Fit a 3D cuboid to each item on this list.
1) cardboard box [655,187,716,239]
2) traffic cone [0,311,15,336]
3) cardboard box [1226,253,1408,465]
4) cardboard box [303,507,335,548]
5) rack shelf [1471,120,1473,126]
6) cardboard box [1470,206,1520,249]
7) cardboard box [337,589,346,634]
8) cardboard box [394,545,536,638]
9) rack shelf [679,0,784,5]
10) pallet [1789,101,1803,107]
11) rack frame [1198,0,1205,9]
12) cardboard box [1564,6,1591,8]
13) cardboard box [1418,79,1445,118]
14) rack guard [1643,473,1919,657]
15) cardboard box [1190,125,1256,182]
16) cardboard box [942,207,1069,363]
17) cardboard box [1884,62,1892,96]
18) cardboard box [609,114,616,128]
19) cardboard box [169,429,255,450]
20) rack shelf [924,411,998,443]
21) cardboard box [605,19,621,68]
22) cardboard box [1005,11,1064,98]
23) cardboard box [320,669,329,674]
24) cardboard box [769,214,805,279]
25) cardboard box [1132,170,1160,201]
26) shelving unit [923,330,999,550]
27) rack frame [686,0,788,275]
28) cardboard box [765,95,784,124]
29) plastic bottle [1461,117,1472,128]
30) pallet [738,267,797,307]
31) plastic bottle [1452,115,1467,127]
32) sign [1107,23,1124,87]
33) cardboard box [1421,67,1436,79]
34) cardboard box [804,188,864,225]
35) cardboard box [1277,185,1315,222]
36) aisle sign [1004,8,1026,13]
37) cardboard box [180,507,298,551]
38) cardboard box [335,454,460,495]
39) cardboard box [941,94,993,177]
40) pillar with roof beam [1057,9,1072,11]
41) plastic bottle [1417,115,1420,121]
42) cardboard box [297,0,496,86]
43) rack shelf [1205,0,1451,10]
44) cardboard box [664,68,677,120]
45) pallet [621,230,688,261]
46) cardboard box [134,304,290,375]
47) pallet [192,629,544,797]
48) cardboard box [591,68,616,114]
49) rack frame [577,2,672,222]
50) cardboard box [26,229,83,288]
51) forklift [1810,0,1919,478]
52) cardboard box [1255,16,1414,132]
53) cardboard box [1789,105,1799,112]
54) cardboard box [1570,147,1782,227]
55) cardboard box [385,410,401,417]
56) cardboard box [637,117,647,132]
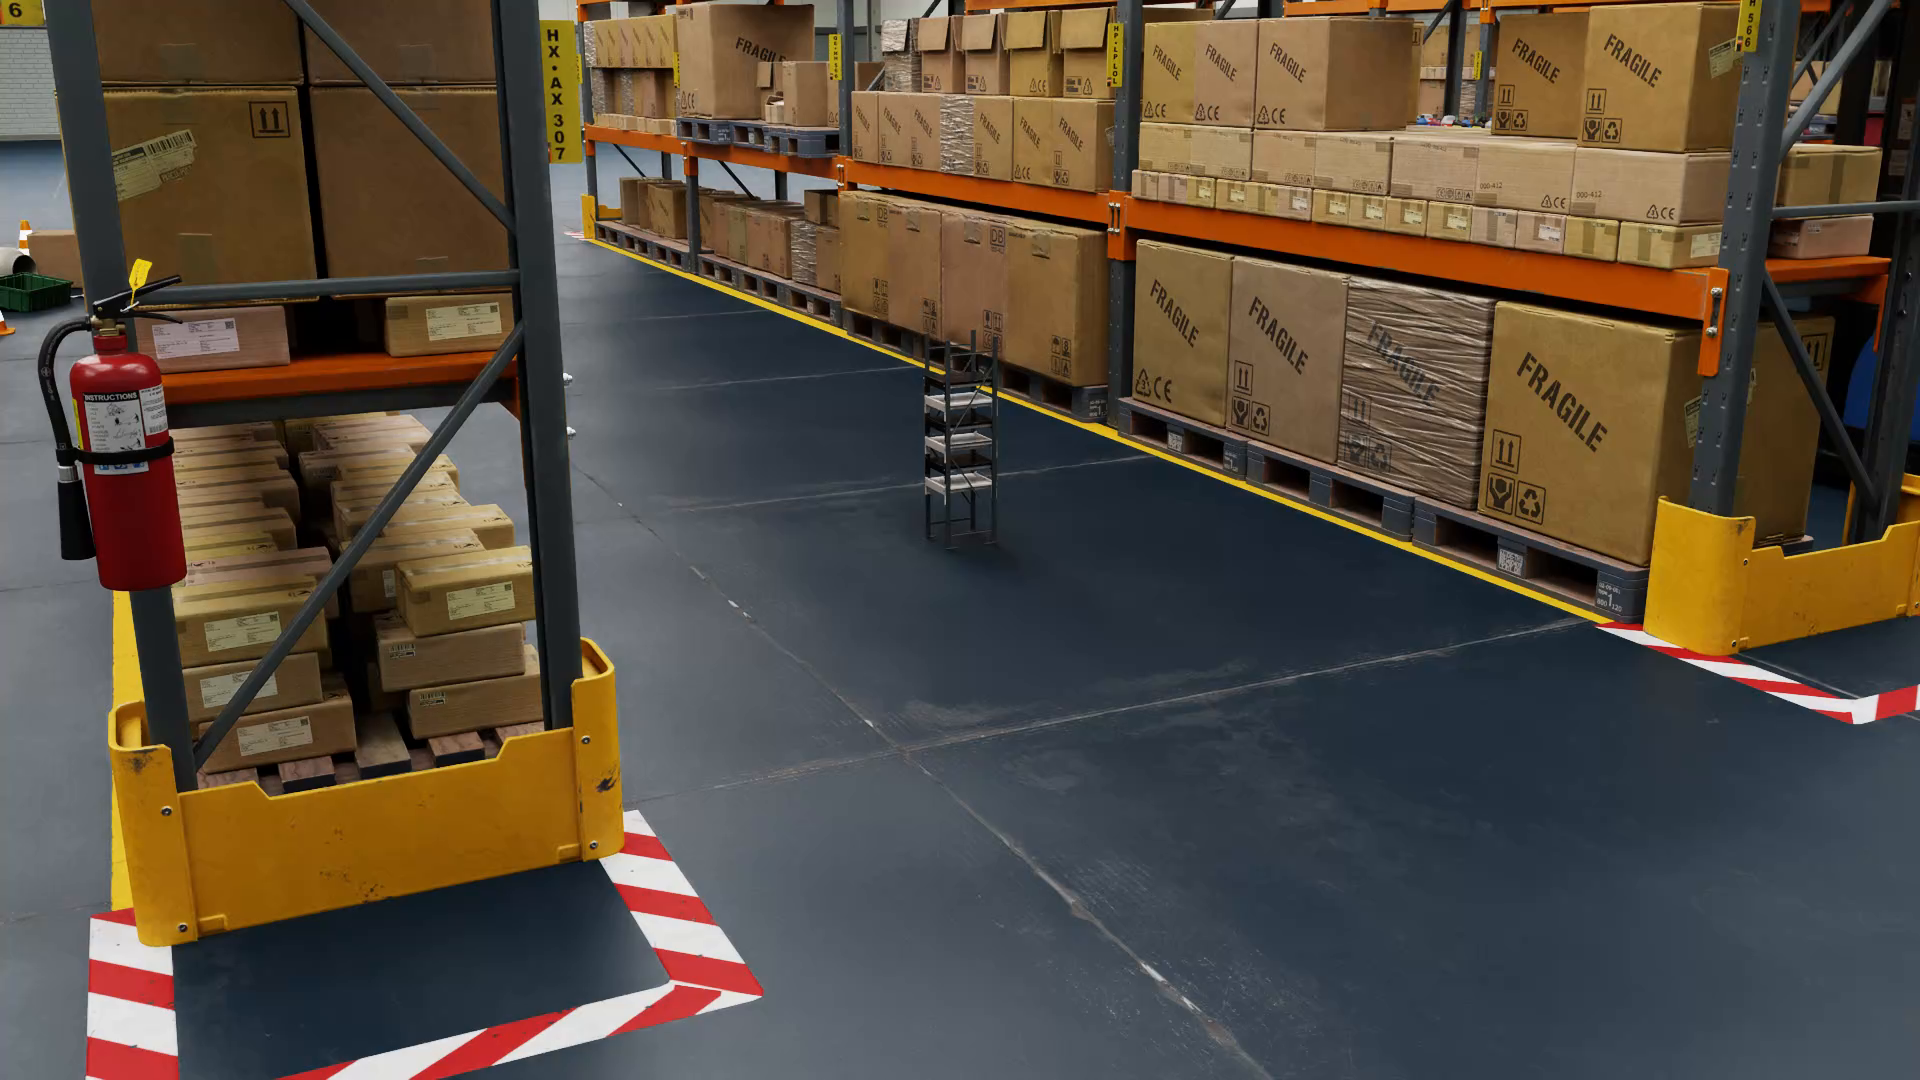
[{"bbox_3d":[-2.930,-3.512,17.820,0.500,0.500,0.500,-9,19,-30],"label":"cardboard box"},{"bbox_3d":[-7.463,-1.813,12.729,0.336,0.463,0.334,-8,18,-25],"label":"traffic cone"},{"bbox_3d":[1.926,-0.922,8.117,0.875,0.875,0.875,-8,18,-25],"label":"cardboard box"},{"bbox_3d":[-2.063,-0.025,5.769,0.380,0.149,0.250,-7,17,-22],"label":"cardboard box"},{"bbox_3d":[5.840,-5.468,22.171,1.077,0.370,4.000,-8,18,-25],"label":"rack shelf"},{"bbox_3d":[2.281,-1.263,6.669,0.380,0.149,0.250,-7,18,-24],"label":"cardboard box"},{"bbox_3d":[-1.892,0.184,5.579,0.380,0.149,0.250,-8,18,-25],"label":"cardboard box"},{"bbox_3d":[-1.360,0.140,4.655,0.380,0.149,0.250,-9,18,-27],"label":"cardboard box"},{"bbox_3d":[-1.314,-4.722,14.133,1.077,0.370,4.000,-8,18,-25],"label":"rack shelf"},{"bbox_3d":[11.372,-5.618,21.738,1.003,0.211,1.213,-8,18,-25],"label":"pallet"},{"bbox_3d":[2.262,-4.720,18.261,1.000,3.000,0.127,-8,18,-25],"label":"rack frame"},{"bbox_3d":[9.337,-8.296,25.065,0.500,0.500,0.500,-7,17,-23],"label":"cardboard box"},{"bbox_3d":[6.280,-5.605,21.164,0.700,0.500,0.500,-8,18,-25],"label":"cardboard box"},{"bbox_3d":[3.077,0.061,6.131,1.175,0.500,0.348,-8,18,-25],"label":"rack guard"},{"bbox_3d":[1.498,-1.937,8.295,0.500,0.250,0.500,-8,18,-25],"label":"cardboard box"},{"bbox_3d":[0.624,-1.696,10.814,1.225,0.875,0.875,-8,18,-27],"label":"cardboard box"},{"bbox_3d":[9.075,-4.184,15.448,0.700,0.500,0.500,-4,17,-14],"label":"cardboard box"},{"bbox_3d":[-3.716,-4.706,18.666,0.380,0.149,0.250,-8,18,-25],"label":"cardboard box"},{"bbox_3d":[-2.828,-0.304,6.199,0.380,0.149,0.250,-7,18,-24],"label":"cardboard box"},{"bbox_3d":[0.004,-0.485,7.104,0.258,0.077,0.200,-8,18,-25],"label":"rack shelf"},{"bbox_3d":[-3.514,-5.367,17.983,0.500,0.500,0.500,-8,18,-25],"label":"cardboard box"},{"bbox_3d":[0.737,-2.997,10.257,0.797,0.503,0.637,-7,18,-24],"label":"cardboard box"},{"bbox_3d":[-2.096,0.364,4.952,0.380,0.149,0.250,-8,18,-25],"label":"cardboard box"},{"bbox_3d":[-1.258,-2.579,14.535,0.700,0.500,0.500,-6,17,-20],"label":"cardboard box"},{"bbox_3d":[1.145,-1.904,8.902,0.380,0.149,0.250,-8,18,-25],"label":"cardboard box"},{"bbox_3d":[0.004,-0.431,7.120,0.258,0.900,0.210,-8,18,-25],"label":"shelving unit"},{"bbox_3d":[-2.190,-4.122,16.175,1.000,3.000,0.127,-8,18,-25],"label":"rack frame"},{"bbox_3d":[-1.411,-3.648,14.007,0.396,0.266,0.258,-8,18,-26],"label":"cardboard box"},{"bbox_3d":[4.197,-3.381,13.827,0.097,0.271,0.097,0,16,0],"label":"plastic bottle"},{"bbox_3d":[-1.309,-2.286,14.832,1.003,0.211,1.213,-8,18,-25],"label":"pallet"},{"bbox_3d":[4.134,-3.372,13.776,0.061,0.283,0.133,-8,18,-25],"label":"plastic bottle"},{"bbox_3d":[0.831,-2.589,8.877,0.100,0.325,0.005,-8,18,-25],"label":"sign"},{"bbox_3d":[6.065,-5.910,21.051,0.380,0.149,0.250,-8,18,-25],"label":"cardboard box"},{"bbox_3d":[-1.000,-2.793,13.920,0.500,0.250,0.500,-6,17,-19],"label":"cardboard box"},{"bbox_3d":[1.713,-1.582,7.782,0.380,0.149,0.250,-7,18,-24],"label":"cardboard box"},{"bbox_3d":[0.745,-7.015,21.546,0.394,0.787,0.004,-8,18,-25],"label":"aisle sign"},{"bbox_3d":[-2.238,0.020,5.071,0.380,0.149,0.250,-8,18,-27],"label":"cardboard box"},{"bbox_3d":[-1.955,-0.184,5.783,0.380,0.149,0.250,-7,18,-24],"label":"cardboard box"},{"bbox_3d":[0.203,-2.646,10.852,0.500,0.500,0.500,-8,18,-25],"label":"cardboard box"},{"bbox_3d":[-1.256,-13.667,38.561,9.100,9.000,0.400,-8,18,-25],"label":"pillar with roof beam"},{"bbox_3d":[3.913,-3.522,14.312,0.152,0.276,0.135,-8,18,-25],"label":"plastic bottle"},{"bbox_3d":[-1.394,-1.387,4.112,0.500,0.500,0.500,-8,18,-25],"label":"cardboard box"},{"bbox_3d":[3.138,-5.320,16.219,1.077,0.370,4.000,-8,18,-25],"label":"rack shelf"},{"bbox_3d":[-2.519,-4.560,16.982,0.875,0.500,0.500,-8,18,-25],"label":"cardboard box"},{"bbox_3d":[-3.055,-3.247,18.181,1.003,0.211,1.213,-8,18,-25],"label":"pallet"},{"bbox_3d":[-1.833,-0.498,4.003,0.380,0.149,0.250,-8,18,-25],"label":"cardboard box"},{"bbox_3d":[-1.793,0.544,4.973,1.003,0.211,1.213,-8,18,-25],"label":"pallet"},{"bbox_3d":[-3.726,-5.165,19.090,0.875,0.500,0.500,-8,18,-25],"label":"cardboard box"},{"bbox_3d":[-3.943,-5.114,19.632,1.000,3.000,0.127,-8,18,-25],"label":"rack frame"},{"bbox_3d":[-8.296,-2.608,15.428,0.500,0.500,0.500,-5,17,-15],"label":"cardboard box"},{"bbox_3d":[4.601,-1.844,8.364,1.130,2.935,3.031,-6,17,-21],"label":"forklift"},{"bbox_3d":[1.735,-2.168,7.741,0.500,0.500,0.500,-8,18,-27],"label":"cardboard box"},{"bbox_3d":[8.349,-4.379,17.232,0.500,0.311,0.500,-6,17,-21],"label":"cardboard box"},{"bbox_3d":[2.616,-1.305,6.093,0.500,0.250,0.500,-8,18,-26],"label":"cardboard box"},{"bbox_3d":[-2.536,-0.505,6.901,0.380,0.149,0.250,-8,18,-25],"label":"cardboard box"},{"bbox_3d":[-3.193,-4.392,17.574,0.380,0.149,0.250,-8,18,-25],"label":"cardboard box"}]
